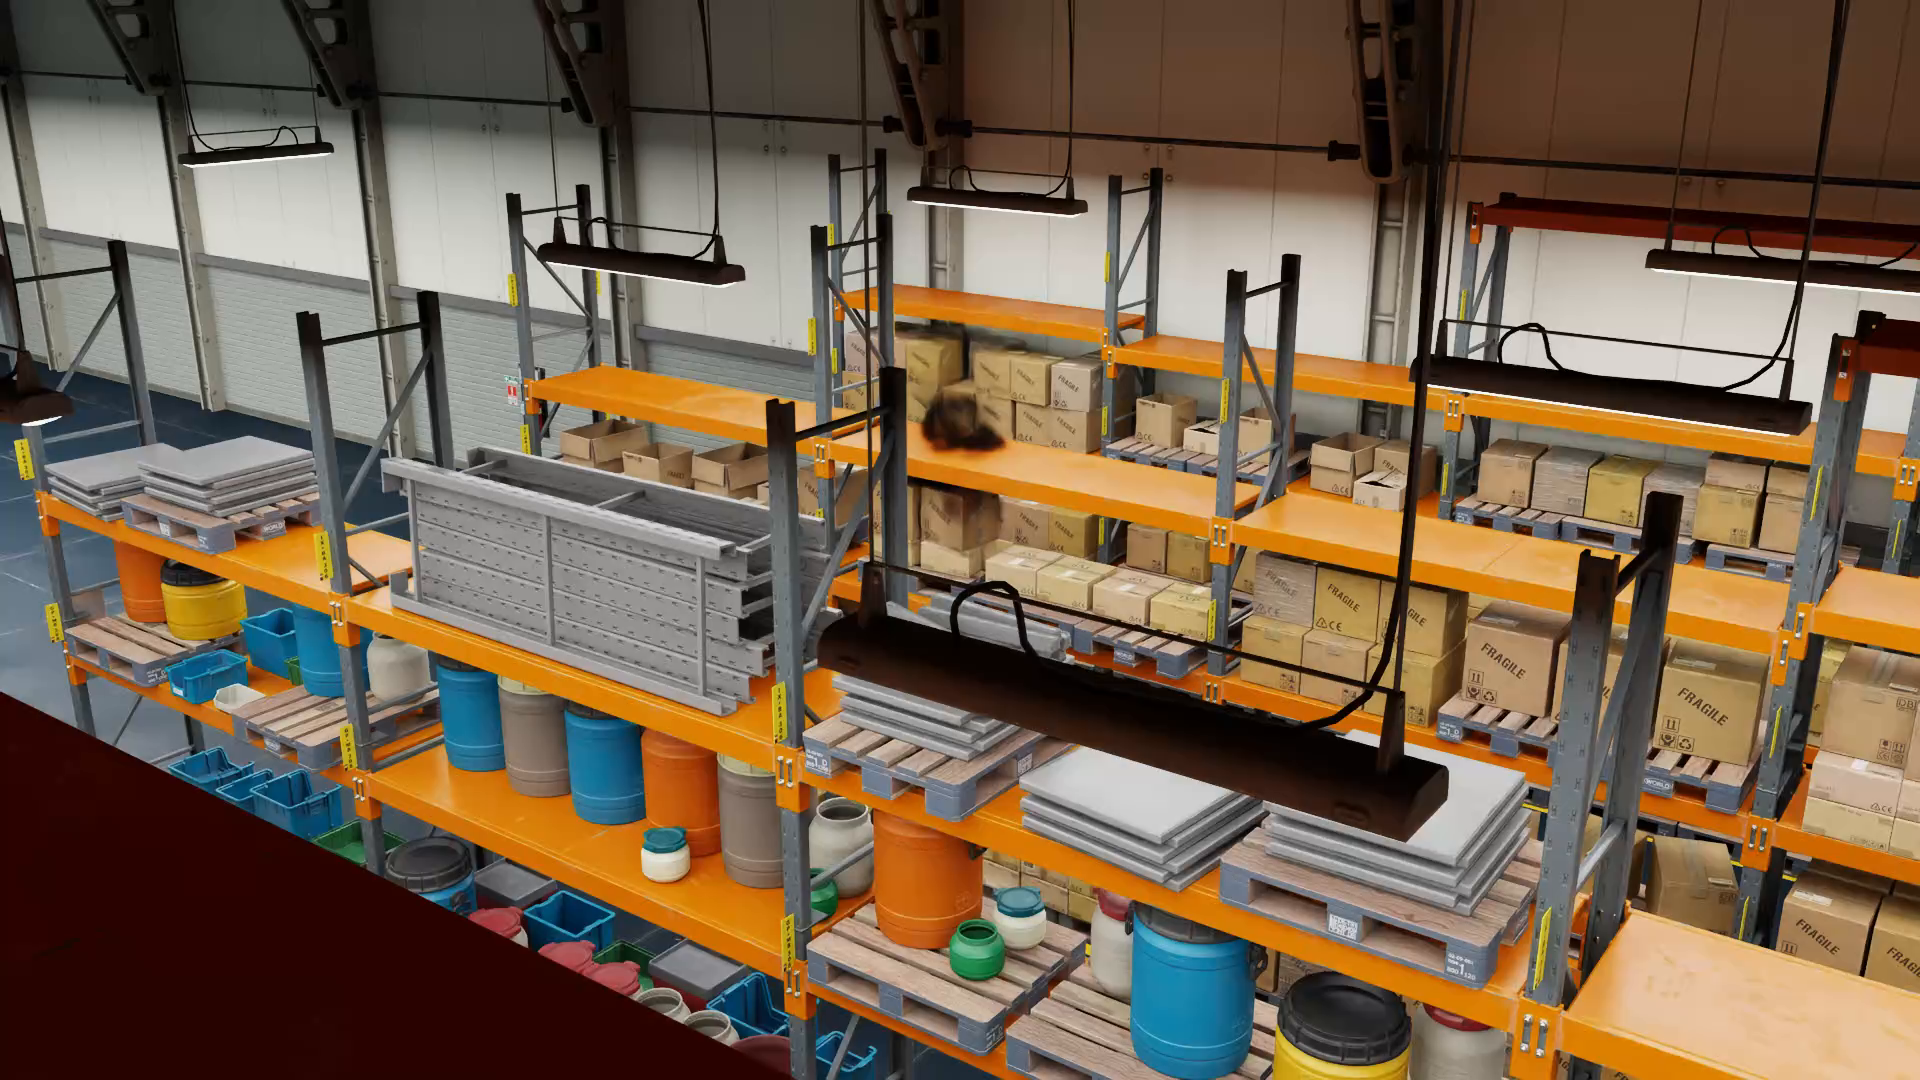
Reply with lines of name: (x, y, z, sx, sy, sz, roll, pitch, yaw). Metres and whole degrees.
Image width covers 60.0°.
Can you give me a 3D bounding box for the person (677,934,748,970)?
person: (-2.152, 2.840, 13.864, 0.770, 1.864, 0.680, 11, 21, 30)
